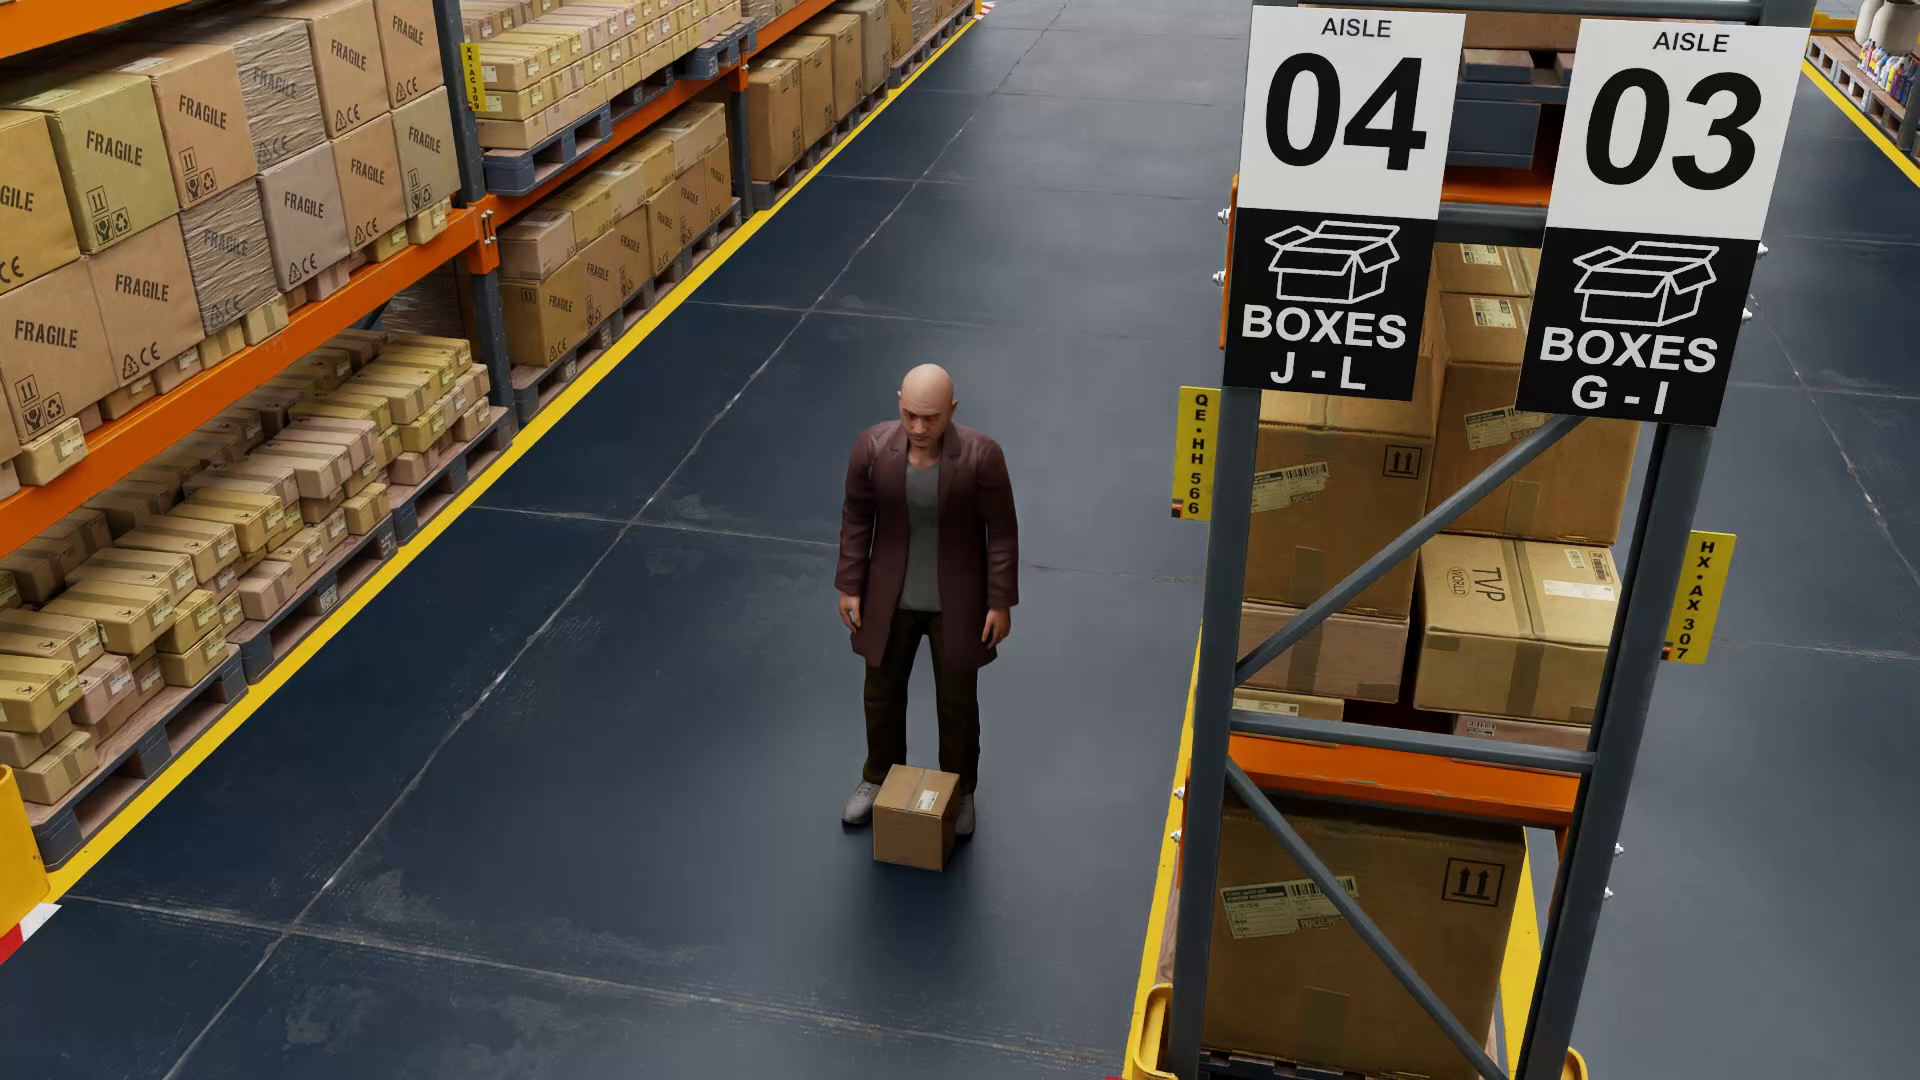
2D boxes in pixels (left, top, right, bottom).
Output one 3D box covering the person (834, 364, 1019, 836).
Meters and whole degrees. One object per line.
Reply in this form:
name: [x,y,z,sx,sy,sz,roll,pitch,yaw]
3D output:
person: [-0.116,0.216,5.776,0.651,1.740,0.420,5,29,10]
